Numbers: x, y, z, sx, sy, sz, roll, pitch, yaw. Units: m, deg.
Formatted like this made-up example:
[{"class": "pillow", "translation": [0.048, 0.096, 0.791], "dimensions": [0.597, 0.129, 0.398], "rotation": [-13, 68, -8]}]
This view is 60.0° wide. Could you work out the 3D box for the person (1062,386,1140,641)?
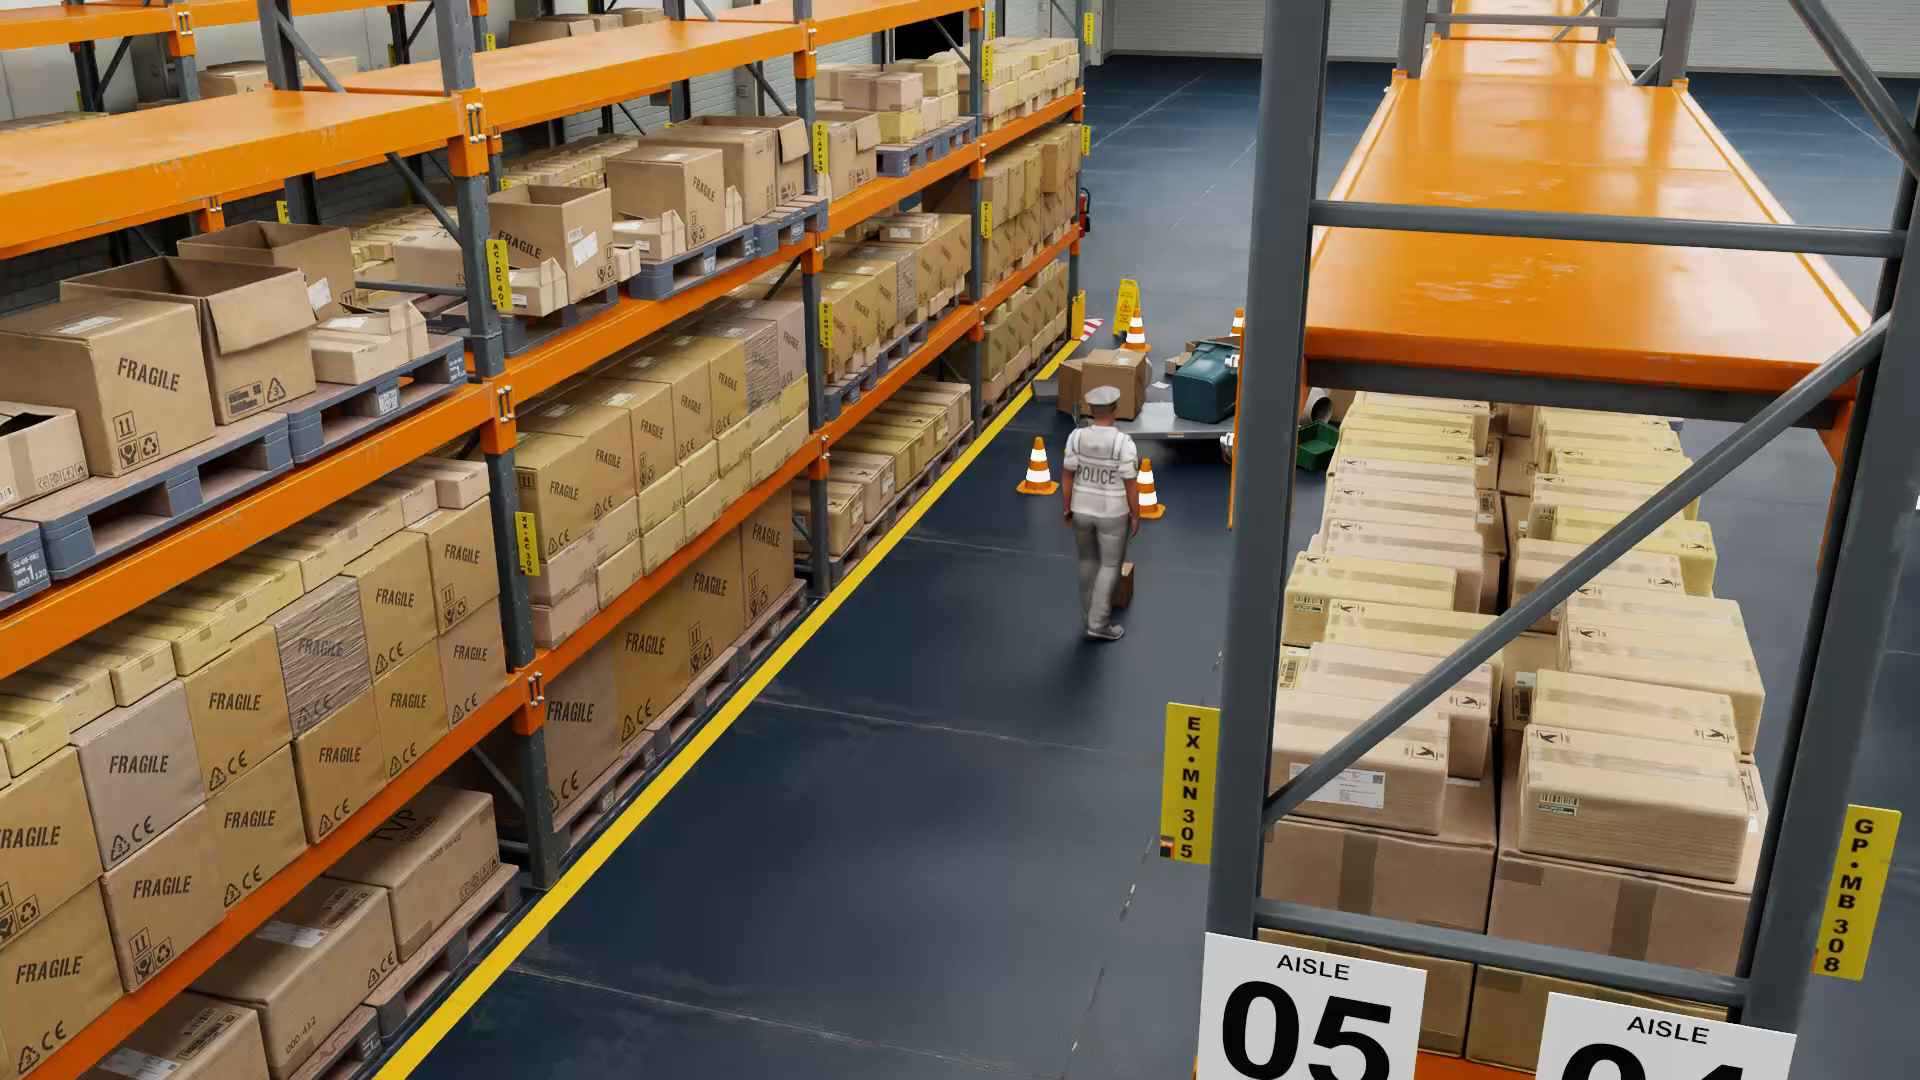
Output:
[{"class": "person", "translation": [1.005, -0.207, 11.613], "dimensions": [0.555, 1.767, 0.650], "rotation": [12, 25, 27]}]
